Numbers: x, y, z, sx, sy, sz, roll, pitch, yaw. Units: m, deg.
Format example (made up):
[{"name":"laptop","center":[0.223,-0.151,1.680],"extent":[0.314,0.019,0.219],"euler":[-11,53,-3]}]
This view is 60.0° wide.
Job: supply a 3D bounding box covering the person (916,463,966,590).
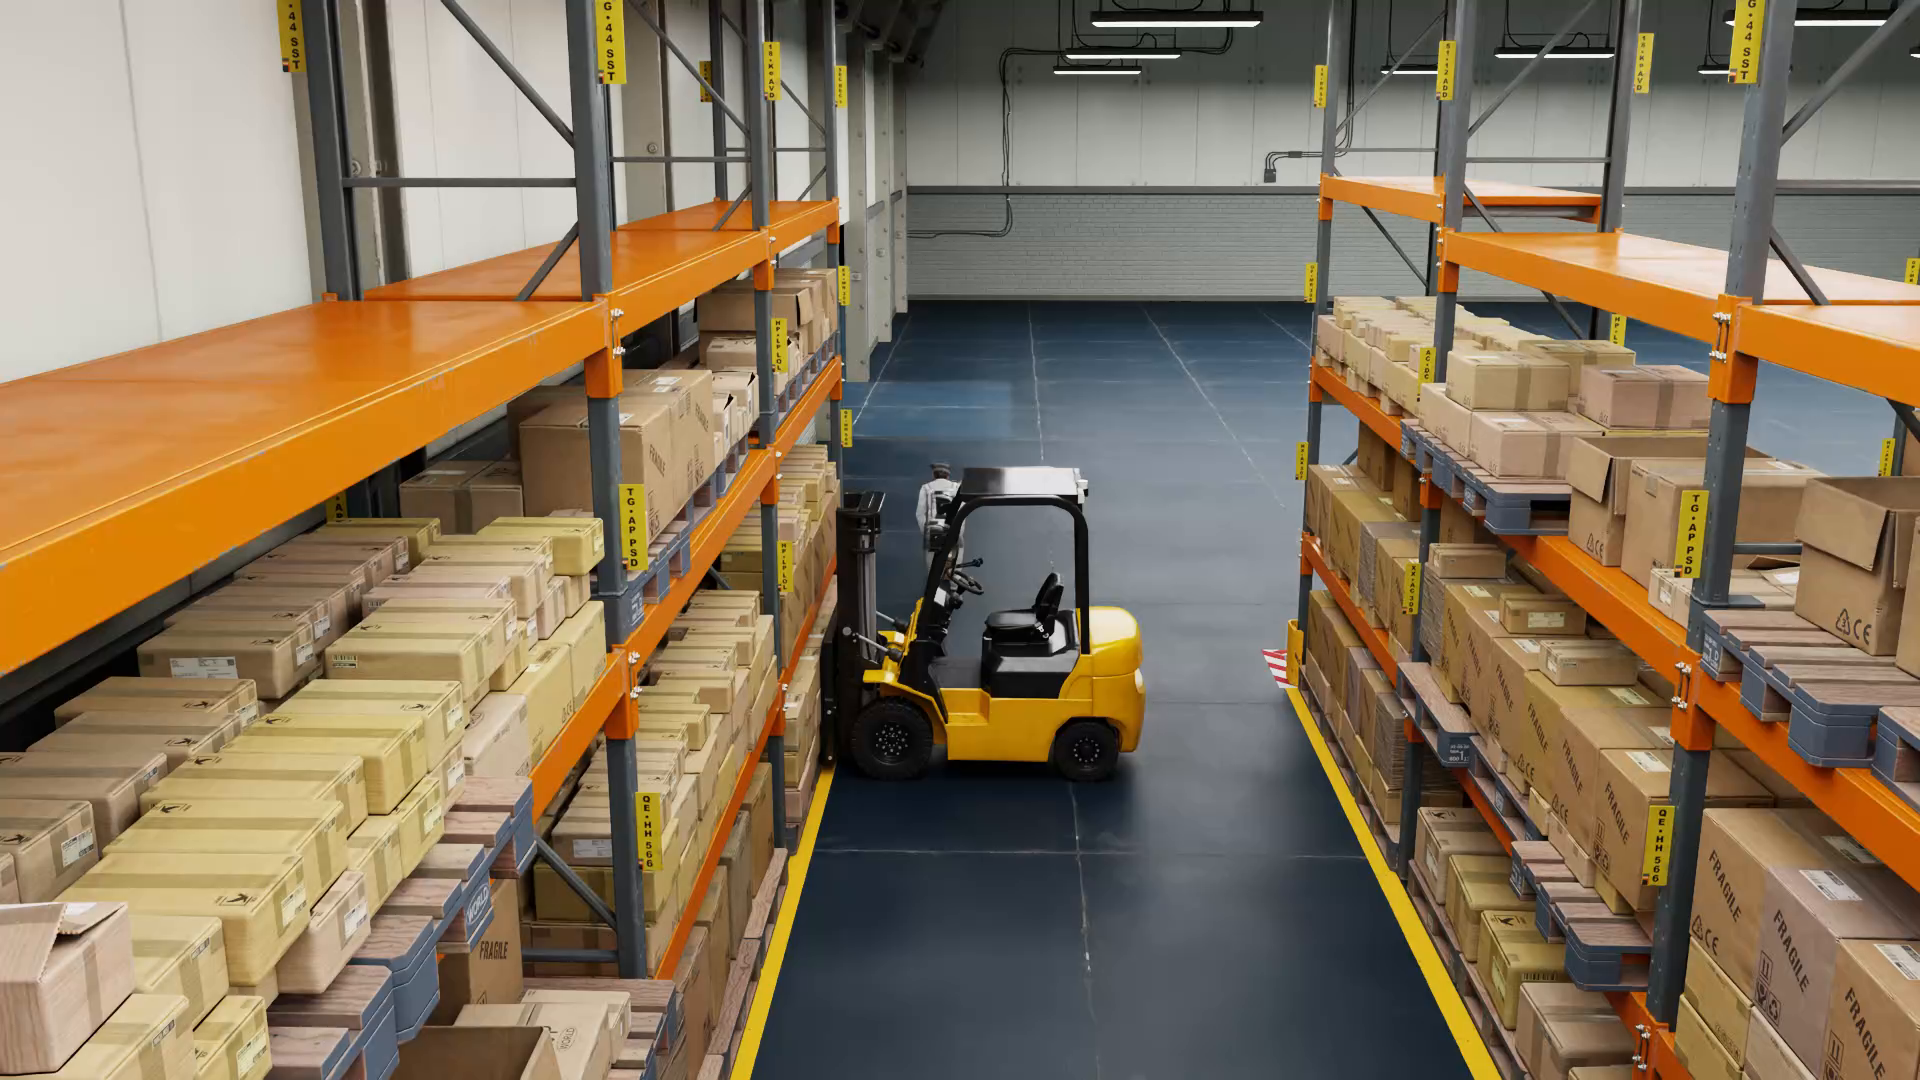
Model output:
[{"name":"person","center":[-0.199,-0.133,17.315],"extent":[0.533,1.292,0.752],"euler":[0,14,2]}]
